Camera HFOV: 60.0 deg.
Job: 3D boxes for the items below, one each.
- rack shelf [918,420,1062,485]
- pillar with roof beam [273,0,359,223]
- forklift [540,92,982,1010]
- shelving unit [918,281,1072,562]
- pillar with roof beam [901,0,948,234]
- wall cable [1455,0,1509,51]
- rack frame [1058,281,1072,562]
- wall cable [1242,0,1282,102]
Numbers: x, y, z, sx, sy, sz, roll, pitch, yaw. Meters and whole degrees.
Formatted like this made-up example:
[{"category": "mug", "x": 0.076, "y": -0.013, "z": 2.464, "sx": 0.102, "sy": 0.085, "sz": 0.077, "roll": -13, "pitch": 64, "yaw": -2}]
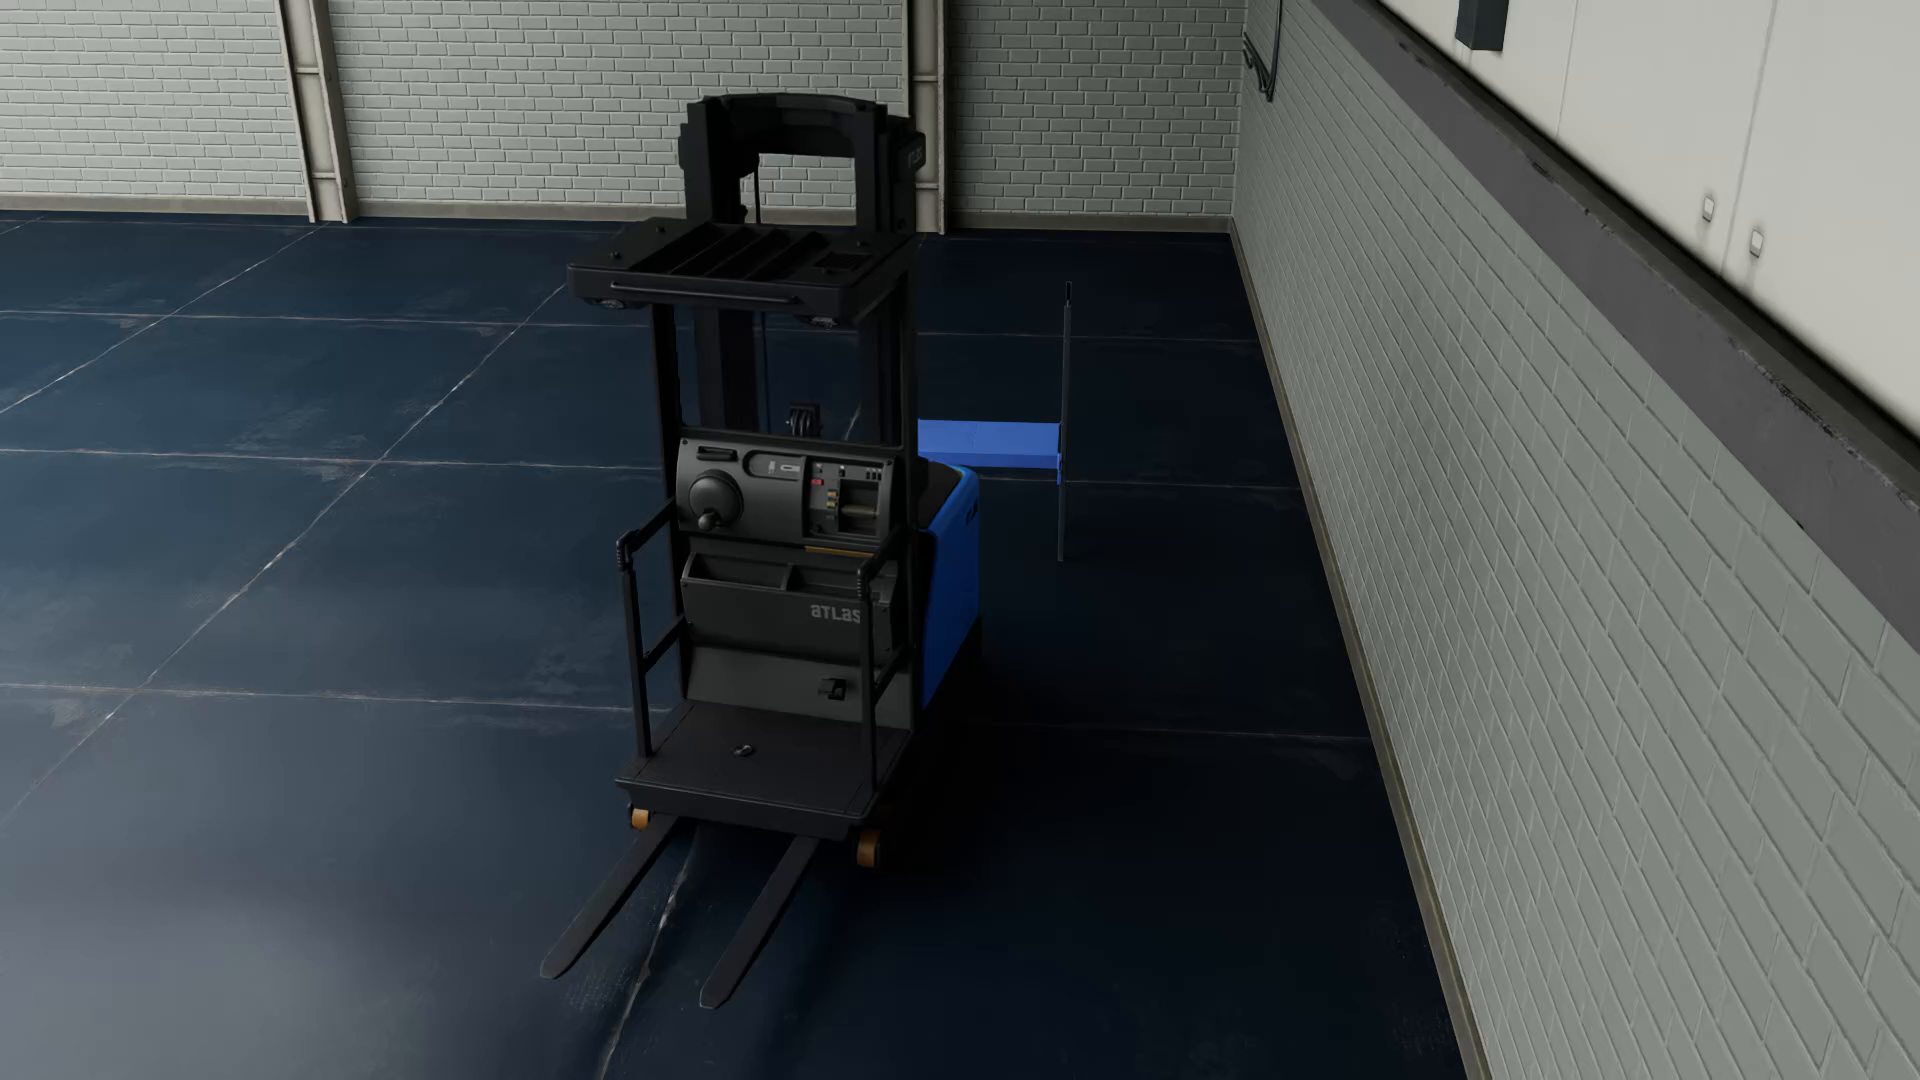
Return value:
[{"category": "rack shelf", "x": 0.085, "y": -0.515, "z": 9.506, "sx": 1.000, "sy": 0.185, "sz": 0.538, "roll": 2, "pitch": 25, "yaw": 4}, {"category": "pillar with roof beam", "x": -6.644, "y": -5.539, "z": 11.023, "sx": 0.400, "sy": 9.000, "sz": 9.100, "roll": 2, "pitch": 25, "yaw": 4}, {"category": "forklift", "x": -0.770, "y": -0.164, "z": 6.600, "sx": 1.130, "sy": 2.935, "sz": 3.031, "roll": 6, "pitch": 25, "yaw": 14}, {"category": "shelving unit", "x": 0.085, "y": -0.679, "z": 9.431, "sx": 1.048, "sy": 1.500, "sz": 0.538, "roll": 2, "pitch": 25, "yaw": 4}, {"category": "pillar with roof beam", "x": -0.662, "y": -5.347, "z": 10.605, "sx": 0.400, "sy": 9.000, "sz": 9.100, "roll": 2, "pitch": 25, "yaw": 4}, {"category": "wall cable", "x": 1.761, "y": -4.085, "z": 3.793, "sx": 0.169, "sy": 6.003, "sz": 2.305, "roll": 2, "pitch": 25, "yaw": 4}, {"category": "rack frame", "x": 0.592, "y": -0.662, "z": 9.395, "sx": 0.032, "sy": 1.500, "sz": 0.500, "roll": 2, "pitch": 25, "yaw": 4}, {"category": "wall cable", "x": 2.504, "y": -5.085, "z": 13.751, "sx": 0.112, "sy": 2.526, "sz": 3.097, "roll": 2, "pitch": 25, "yaw": 4}]
